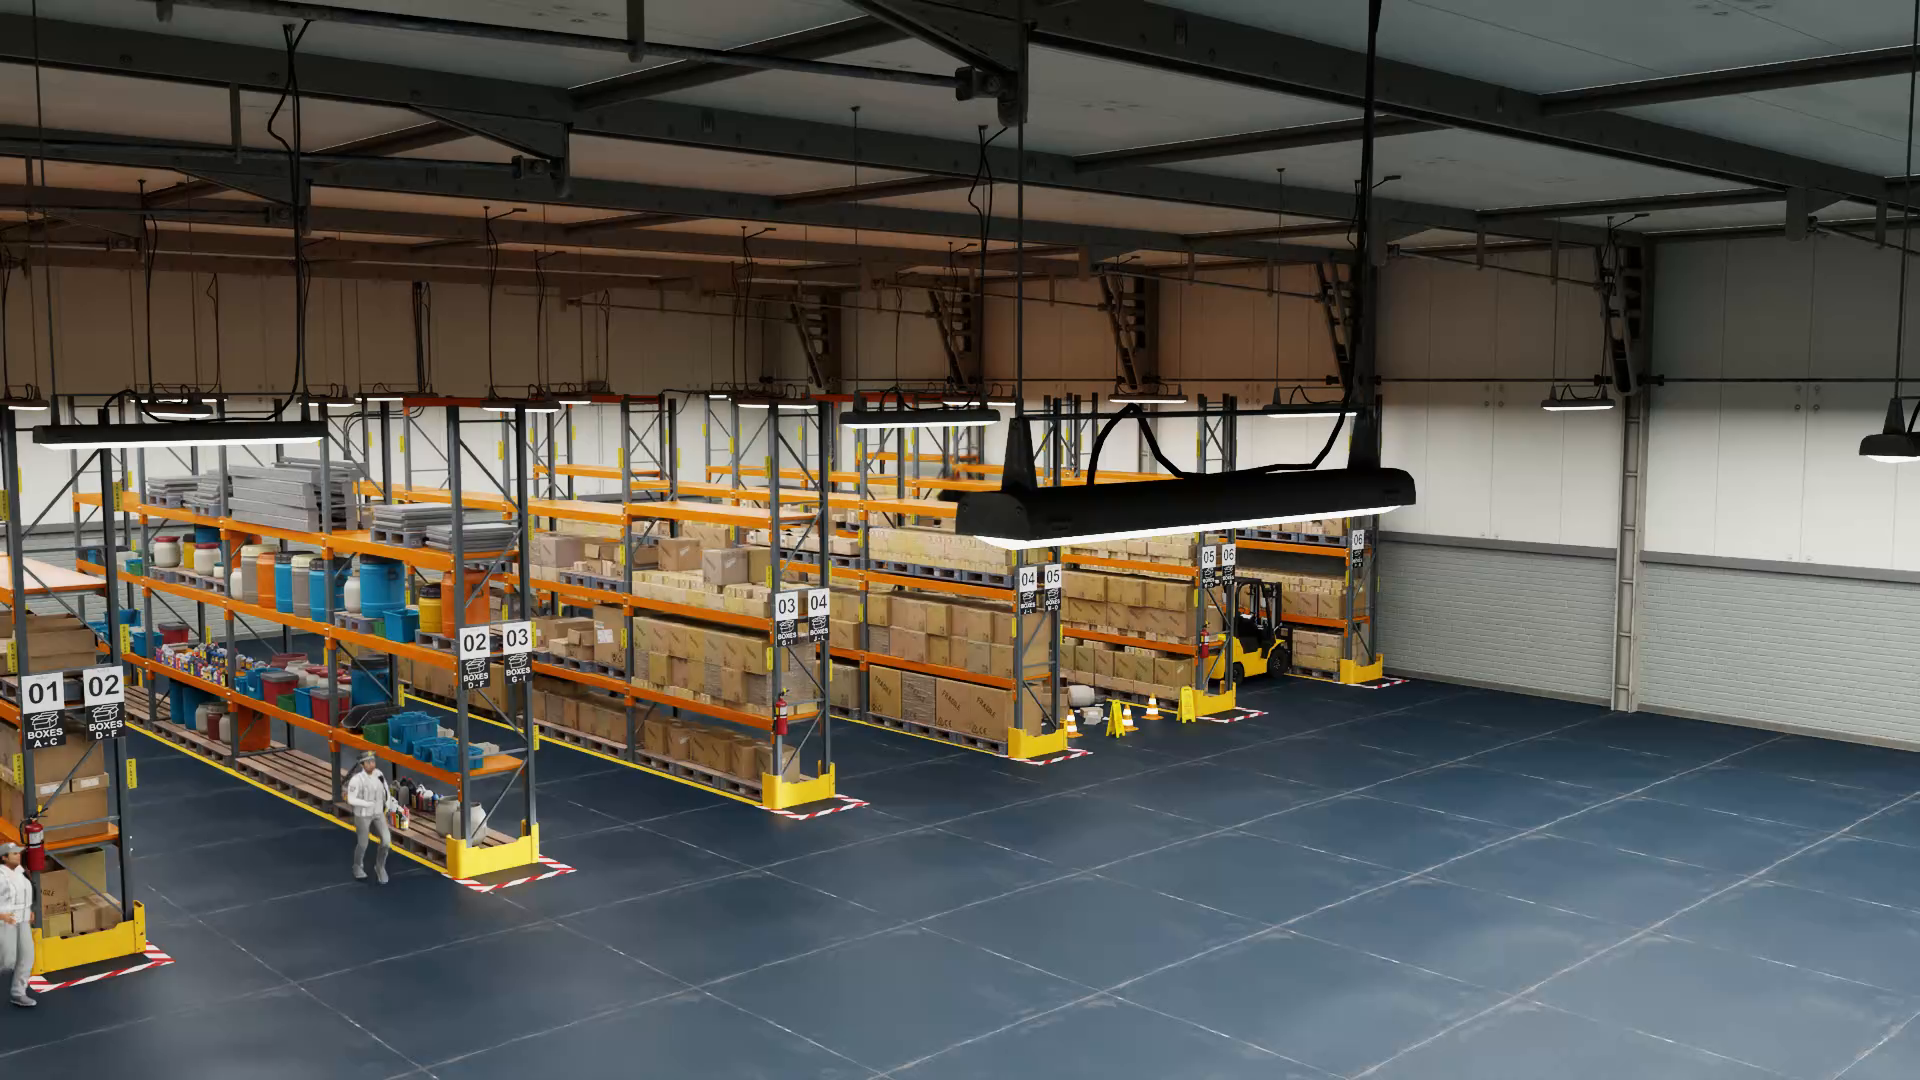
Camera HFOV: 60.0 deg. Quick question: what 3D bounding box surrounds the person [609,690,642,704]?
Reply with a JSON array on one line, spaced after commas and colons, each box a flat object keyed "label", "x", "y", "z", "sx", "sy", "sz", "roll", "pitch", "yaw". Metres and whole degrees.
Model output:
[{"label": "person", "x": -6.396, "y": 2.427, "z": 31.878, "sx": 0.901, "sy": 1.667, "sz": 0.568, "roll": 5, "pitch": 8, "yaw": 43}]

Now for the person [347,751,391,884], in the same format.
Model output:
[{"label": "person", "x": -7.394, "y": 3.487, "z": 20.889, "sx": 0.698, "sy": 1.732, "sz": 0.637, "roll": 5, "pitch": 8, "yaw": 43}]

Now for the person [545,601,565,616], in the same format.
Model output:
[{"label": "person", "x": -10.024, "y": 1.526, "z": 41.286, "sx": 0.511, "sy": 1.670, "sz": 0.890, "roll": 0, "pitch": 6, "yaw": 0}]

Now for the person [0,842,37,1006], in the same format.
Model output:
[{"label": "person", "x": -9.693, "y": 3.893, "z": 16.975, "sx": 0.734, "sy": 1.612, "sz": 0.662, "roll": 1, "pitch": 6, "yaw": 6}]
